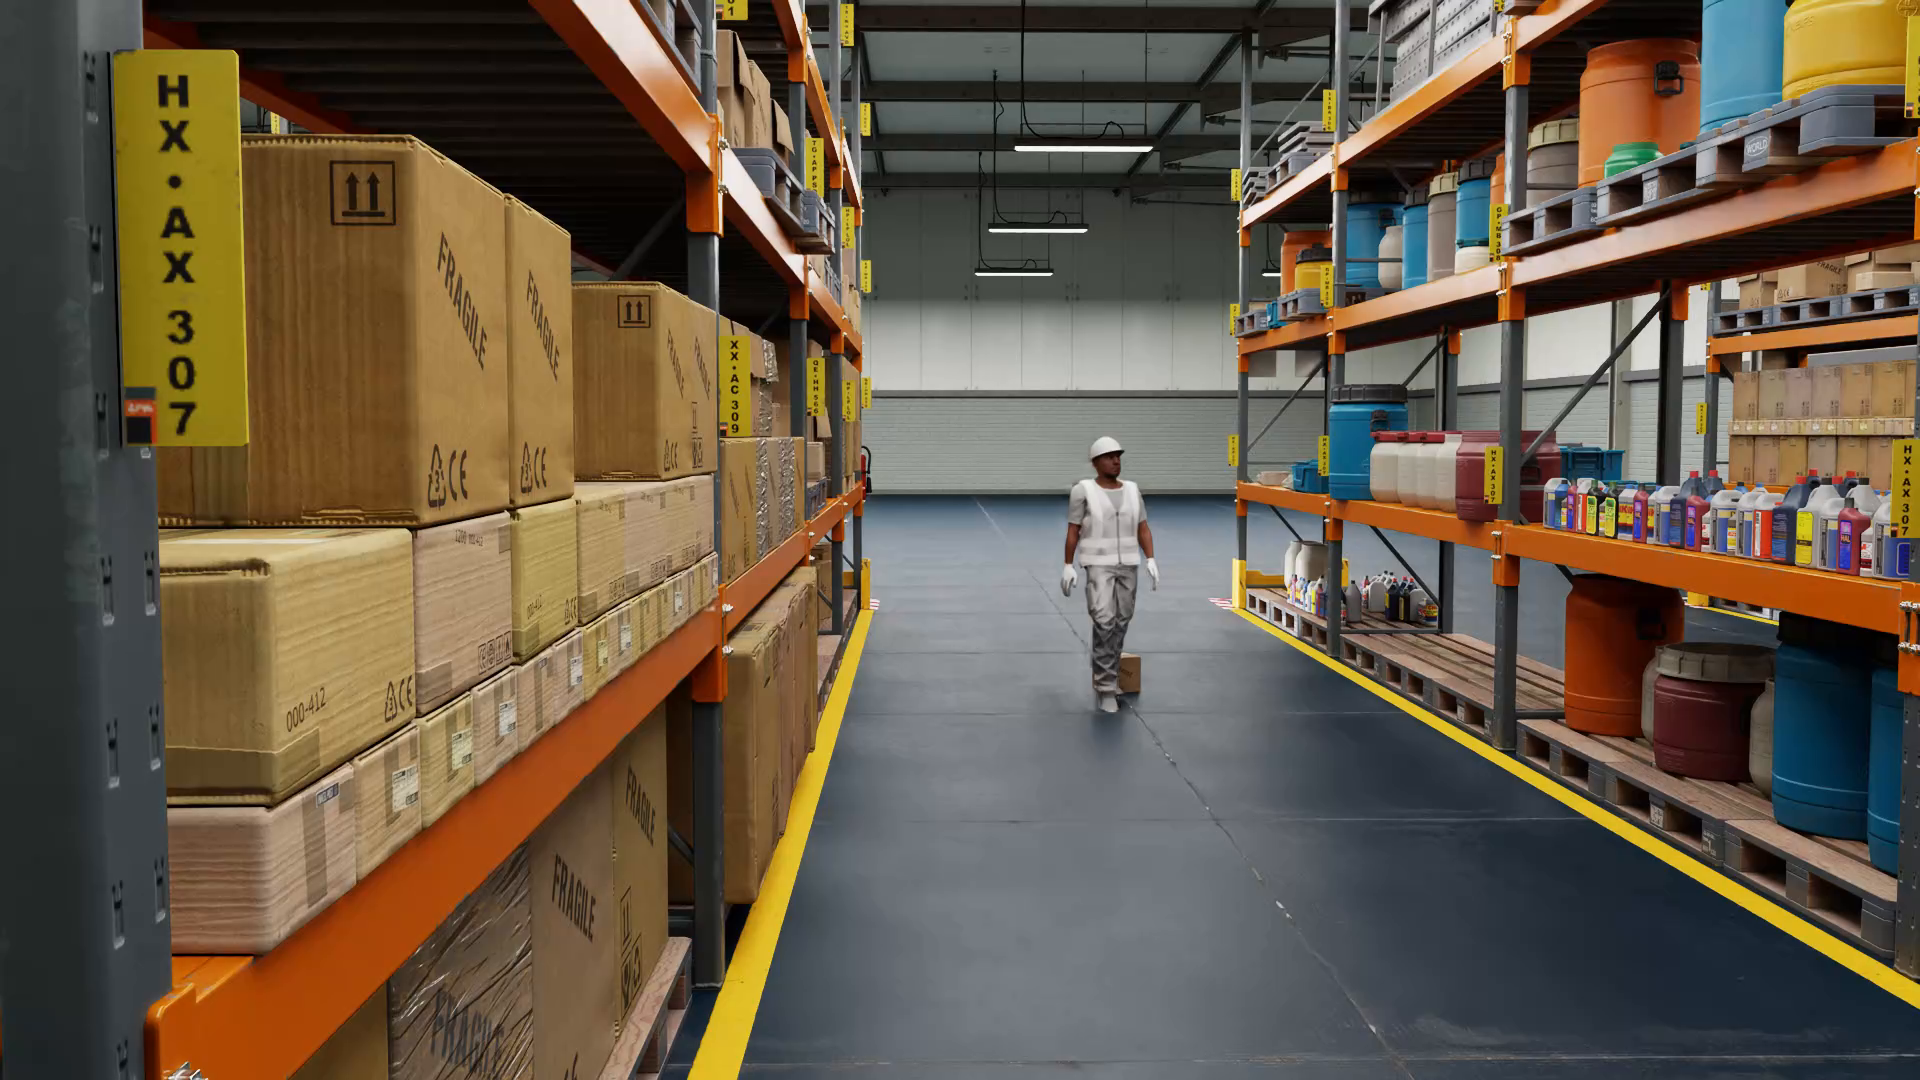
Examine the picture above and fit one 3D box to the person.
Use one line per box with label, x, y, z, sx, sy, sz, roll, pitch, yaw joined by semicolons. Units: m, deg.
person;1.030;0.233;11.153;0.603;1.848;0.616;-1;4;-20
